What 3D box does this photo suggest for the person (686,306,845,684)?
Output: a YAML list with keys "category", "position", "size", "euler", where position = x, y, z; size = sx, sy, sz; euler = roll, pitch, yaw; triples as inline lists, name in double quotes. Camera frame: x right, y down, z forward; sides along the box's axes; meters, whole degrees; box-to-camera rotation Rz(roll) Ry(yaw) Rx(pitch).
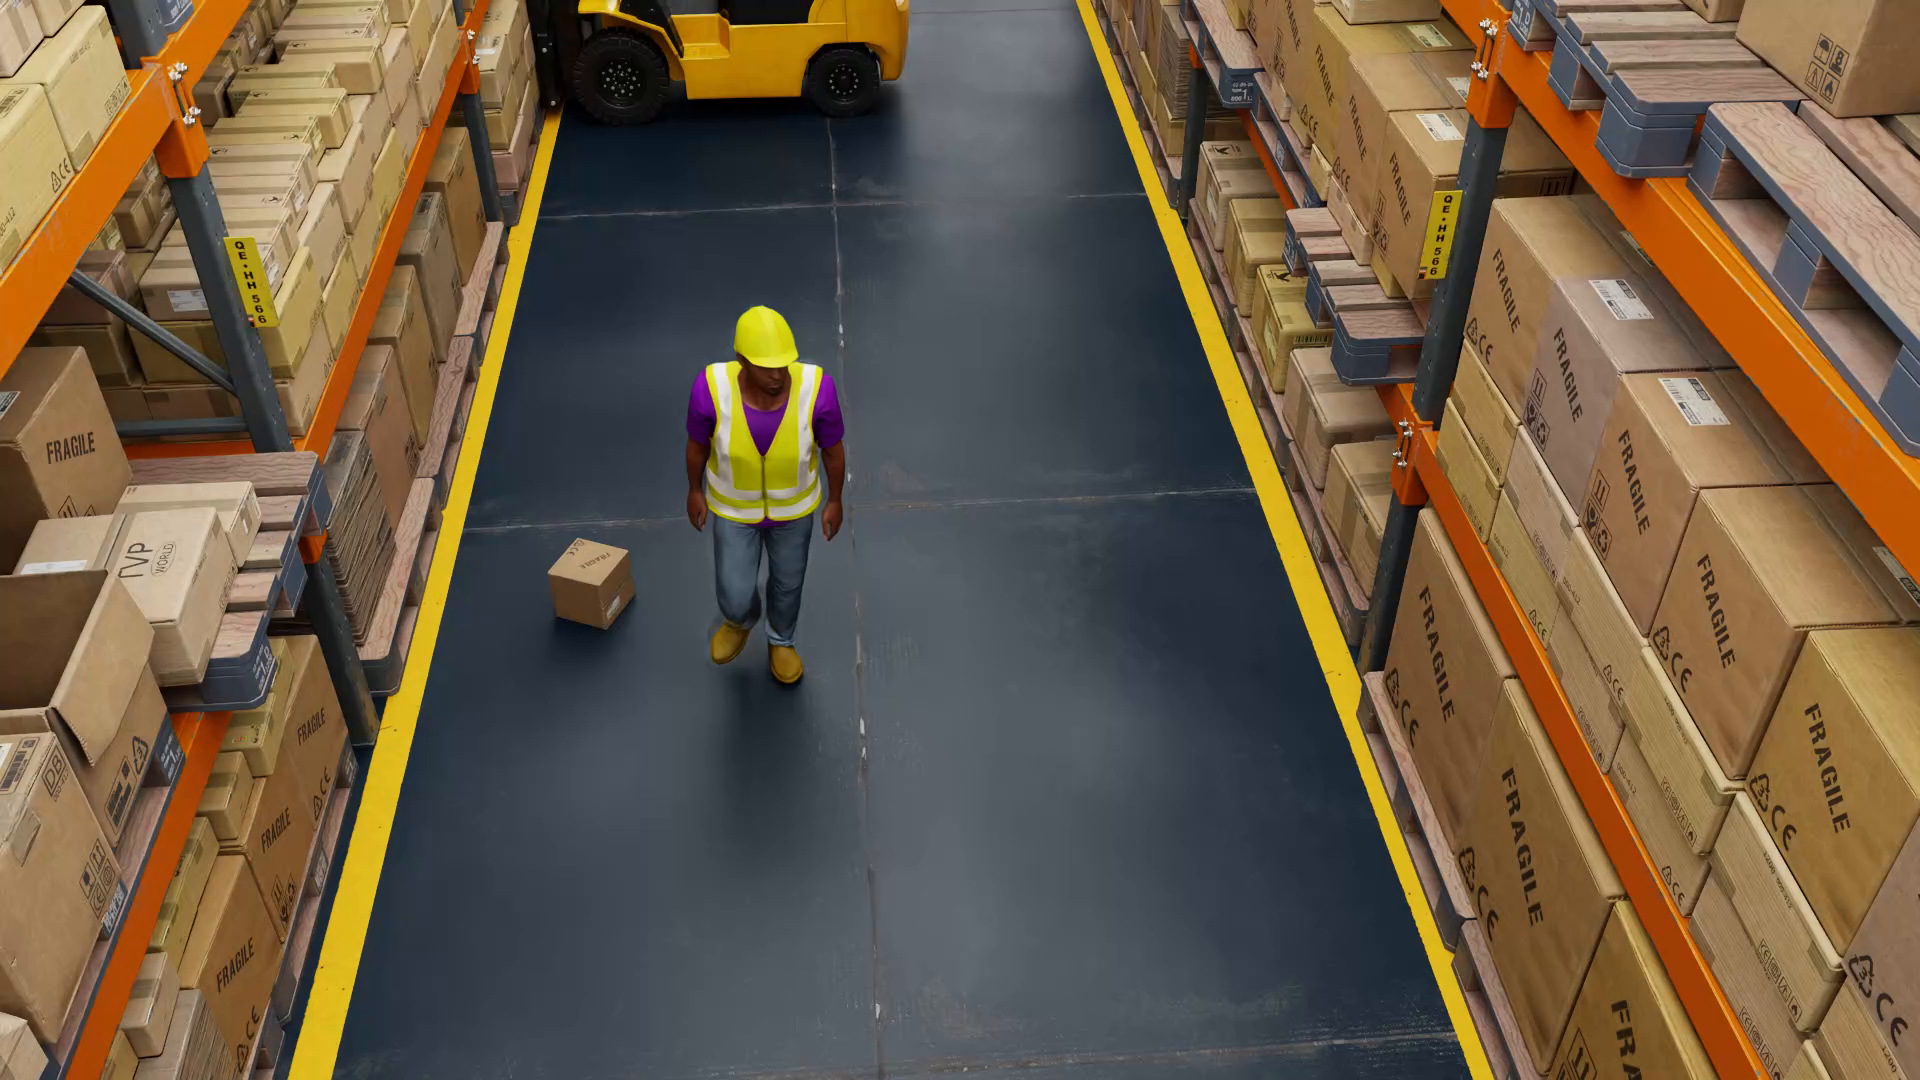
- category: "person"
  position: [-0.727, -0.140, 6.288]
  size: [0.612, 1.752, 0.496]
  euler: [-7, 39, -8]
